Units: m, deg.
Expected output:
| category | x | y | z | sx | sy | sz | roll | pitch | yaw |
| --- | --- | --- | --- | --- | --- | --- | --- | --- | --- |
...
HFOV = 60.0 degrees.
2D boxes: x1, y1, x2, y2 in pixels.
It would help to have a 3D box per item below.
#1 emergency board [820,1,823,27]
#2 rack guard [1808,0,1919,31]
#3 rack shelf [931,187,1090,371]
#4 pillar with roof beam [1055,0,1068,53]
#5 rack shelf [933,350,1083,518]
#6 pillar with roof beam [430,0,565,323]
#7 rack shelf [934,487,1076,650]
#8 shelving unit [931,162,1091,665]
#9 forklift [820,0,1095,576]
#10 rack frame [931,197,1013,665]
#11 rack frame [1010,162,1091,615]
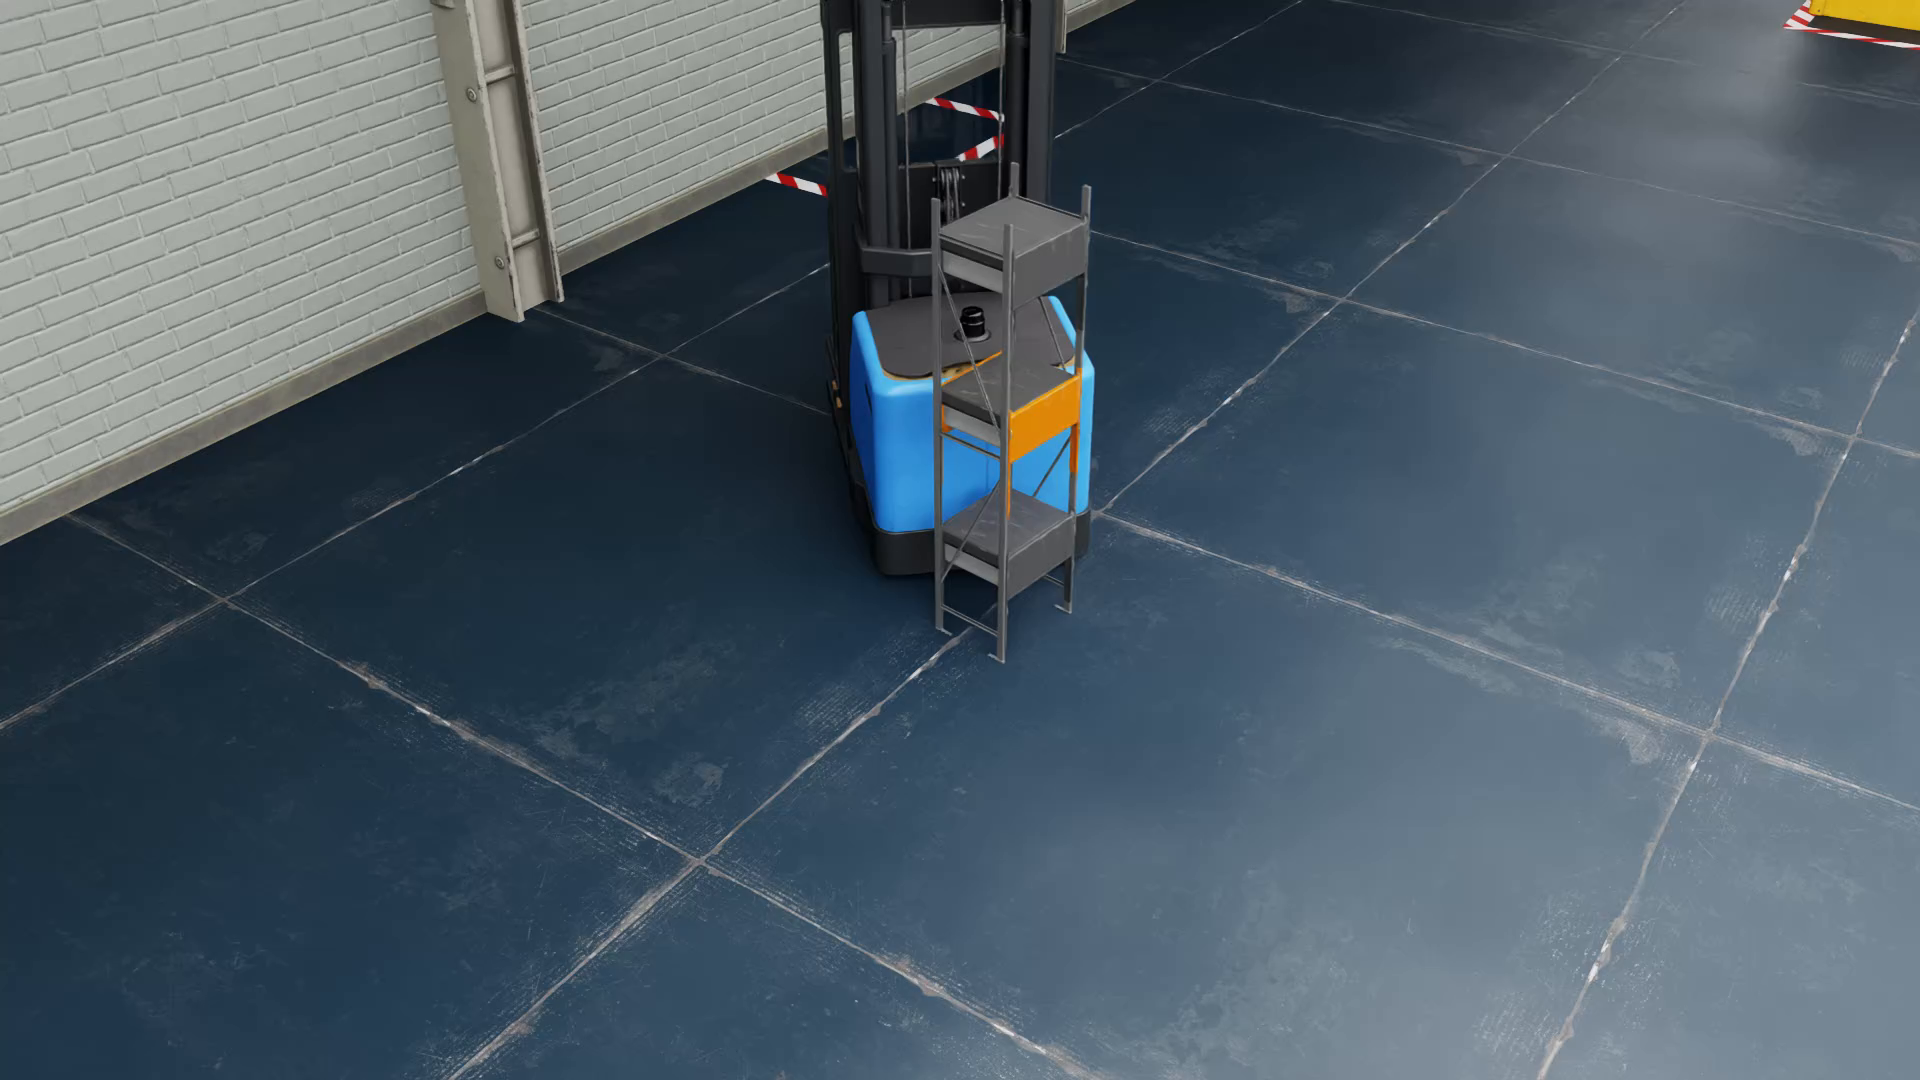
| category | x | y | z | sx | sy | sz | roll | pitch | yaw |
| --- | --- | --- | --- | --- | --- | --- | --- | --- | --- |
| emergency board | -0.750 | -4.355 | 12.012 | 0.194 | 1.169 | 0.643 | 21 | 39 | 28 |
| rack guard | 8.481 | -5.015 | 15.220 | 1.175 | 0.500 | 0.348 | 21 | 39 | 28 |
| rack shelf | 0.203 | -1.061 | 6.719 | 0.431 | 0.518 | 0.480 | 26 | 42 | 33 |
| pillar with roof beam | 4.228 | -6.590 | 9.961 | 9.100 | 9.000 | 0.400 | 21 | 39 | 28 |
| rack shelf | 0.203 | -0.481 | 7.111 | 0.431 | 0.518 | 0.480 | 26 | 42 | 33 |
| pillar with roof beam | 0.806 | -3.829 | 5.878 | 9.100 | 9.000 | 0.400 | 21 | 39 | 28 |
| rack shelf | 0.203 | 0.099 | 7.504 | 0.431 | 0.518 | 0.480 | 26 | 42 | 33 |
| shelving unit | 0.203 | -0.492 | 7.104 | 0.431 | 2.100 | 0.503 | 26 | 42 | 33 |
| forklift | -0.139 | -1.862 | 8.387 | 1.130 | 2.935 | 3.031 | -6 | 34 | -8 |
| rack frame | 0.044 | -0.389 | 6.950 | 0.400 | 2.100 | 0.015 | 26 | 42 | 33 |
| rack frame | 0.362 | -0.596 | 7.257 | 0.400 | 2.100 | 0.015 | 26 | 42 | 33 |
